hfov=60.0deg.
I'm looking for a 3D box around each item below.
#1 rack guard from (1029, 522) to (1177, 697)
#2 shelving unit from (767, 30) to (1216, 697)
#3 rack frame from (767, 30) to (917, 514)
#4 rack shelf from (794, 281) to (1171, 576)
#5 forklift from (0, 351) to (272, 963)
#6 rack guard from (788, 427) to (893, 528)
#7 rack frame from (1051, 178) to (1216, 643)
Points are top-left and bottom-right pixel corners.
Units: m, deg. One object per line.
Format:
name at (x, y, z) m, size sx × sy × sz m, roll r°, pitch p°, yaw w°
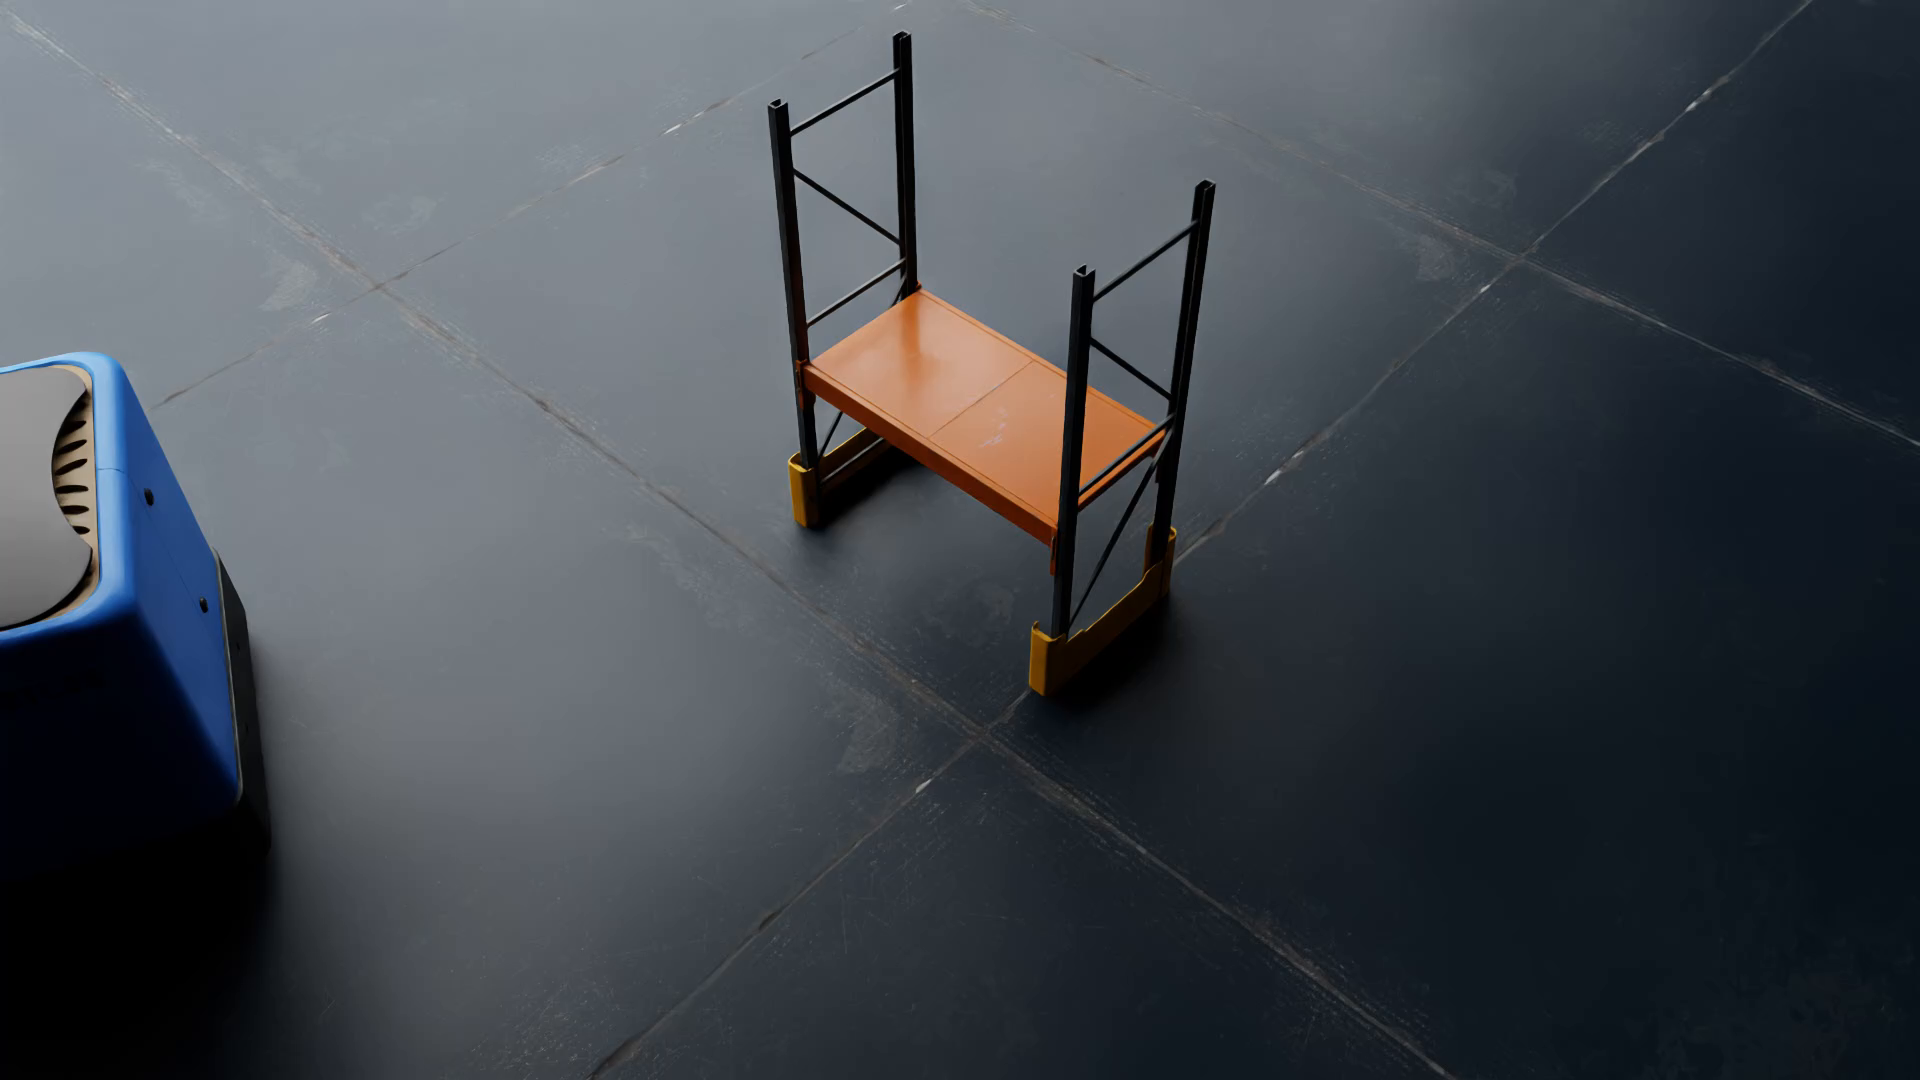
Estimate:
rack guard at (0.422, 0.198, 4.892) m, size 0.087 × 0.250 × 0.587 m, roll 34°, pitch 55°, yaw 28°
shelving unit at (0.056, -0.476, 4.668) m, size 1.083 × 1.500 × 0.587 m, roll 34°, pitch 55°, yaw 28°
rack frame at (-0.311, -0.723, 4.900) m, size 0.032 × 1.500 × 0.500 m, roll 34°, pitch 55°, yaw 28°
rack shelf at (0.063, -0.348, 4.795) m, size 1.000 × 0.185 × 0.538 m, roll 34°, pitch 55°, yaw 28°
forklift at (-3.391, -0.057, 3.293) m, size 3.031 × 2.935 × 1.130 m, roll -16°, pitch 49°, yaw -14°
rack guard at (-0.310, -0.294, 5.355) m, size 0.087 × 0.250 × 0.587 m, roll 34°, pitch 55°, yaw 28°
rack frame at (0.436, -0.220, 4.428) m, size 0.032 × 1.500 × 0.500 m, roll 34°, pitch 55°, yaw 28°
